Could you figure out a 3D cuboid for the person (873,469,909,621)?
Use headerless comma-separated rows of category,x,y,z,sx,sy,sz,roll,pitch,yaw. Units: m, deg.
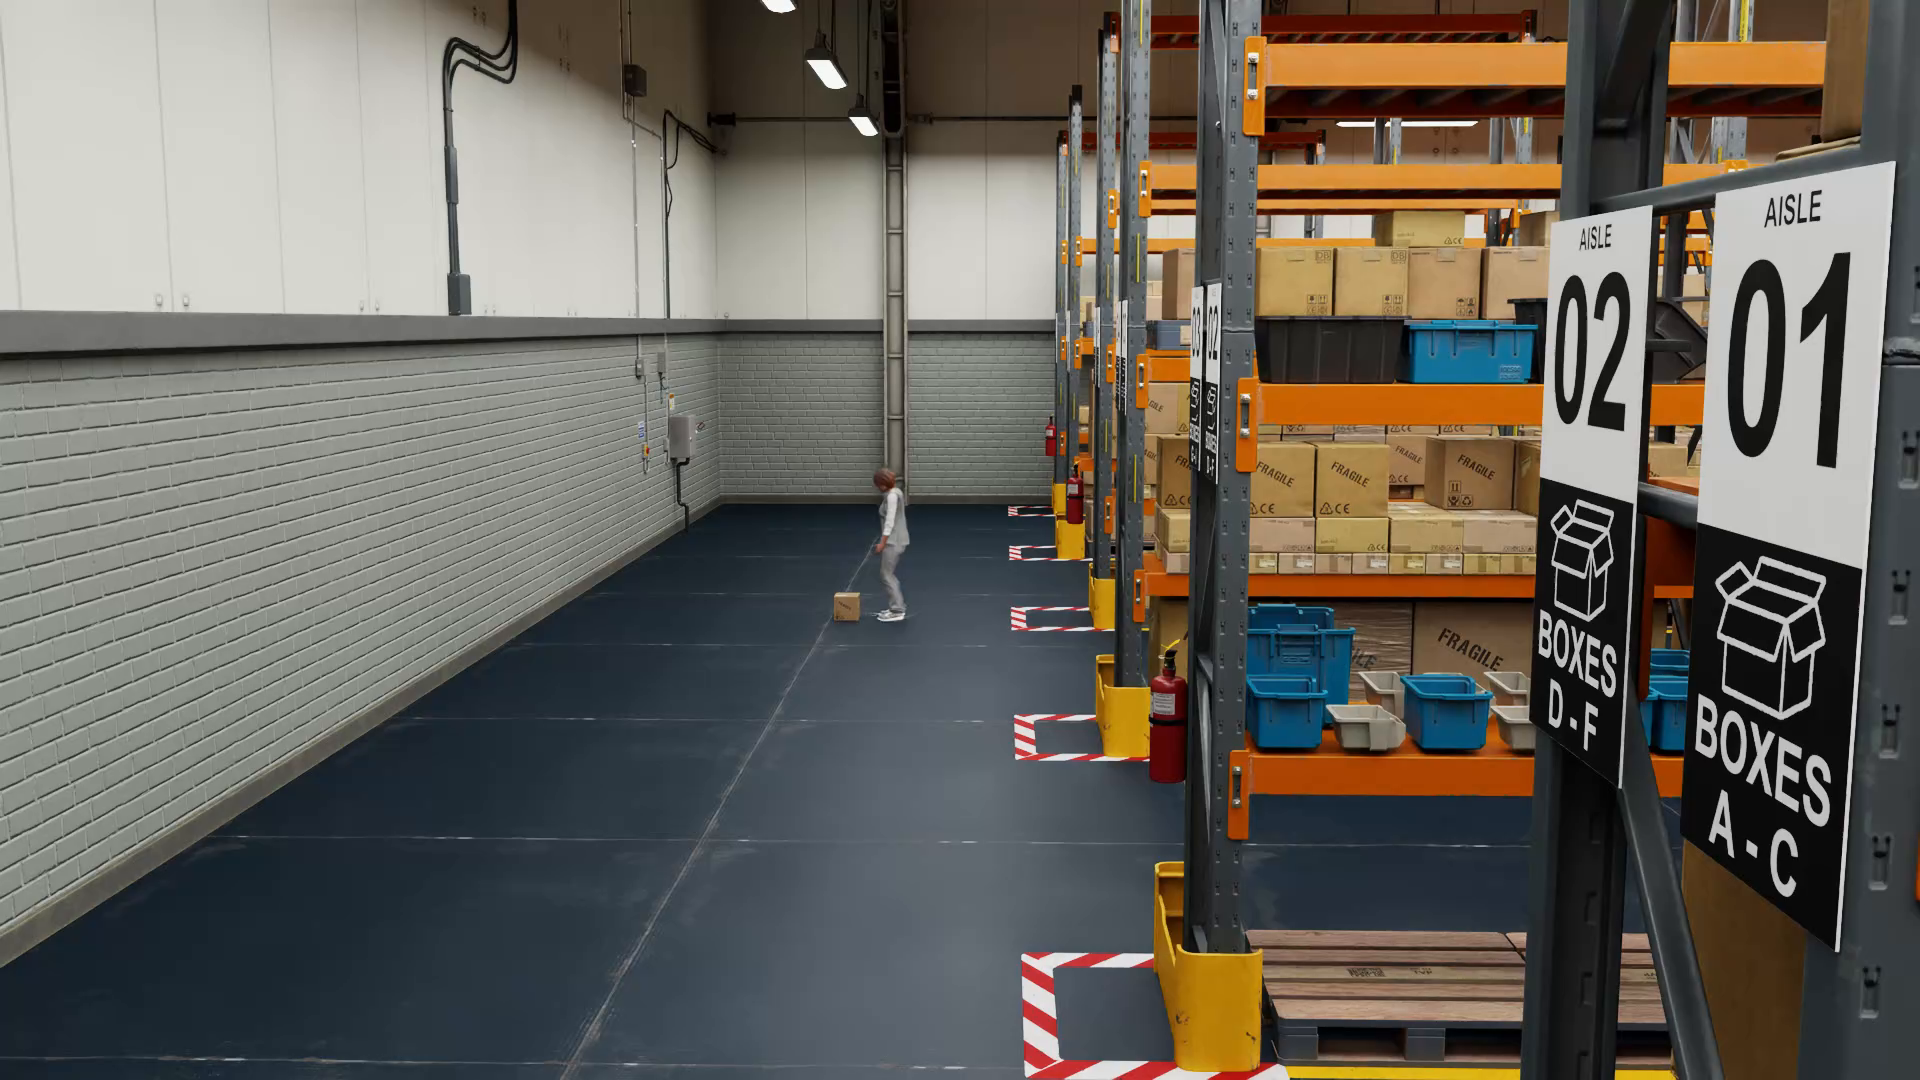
person,-0.704,0.056,17.113,0.368,1.550,0.423,0,7,3
